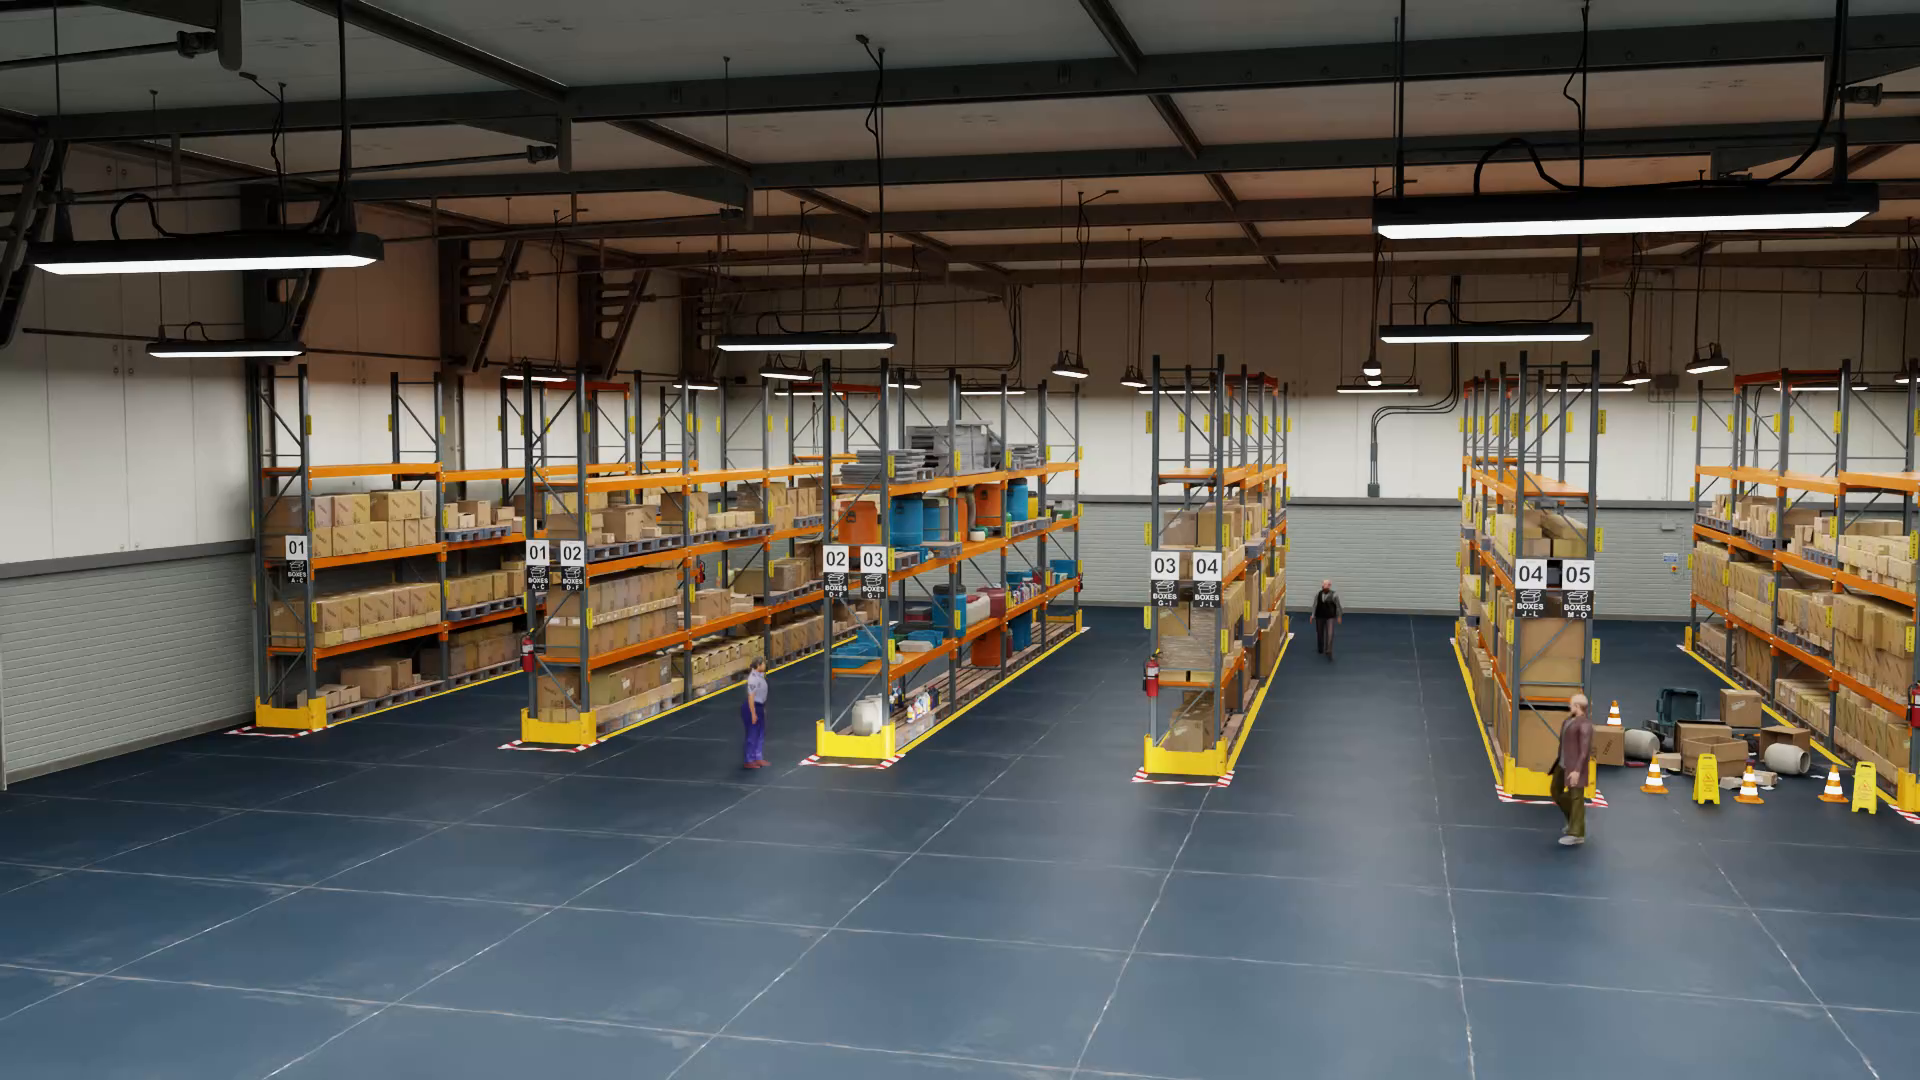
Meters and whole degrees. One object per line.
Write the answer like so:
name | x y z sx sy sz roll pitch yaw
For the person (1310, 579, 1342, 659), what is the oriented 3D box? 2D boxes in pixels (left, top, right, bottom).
person | 7.893 1.691 35.883 0.663 1.680 1.032 1 4 14

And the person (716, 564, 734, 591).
person | -5.885 1.307 41.676 0.429 1.620 0.956 1 4 14

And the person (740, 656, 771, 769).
person | -2.999 2.513 24.321 0.406 1.659 0.506 0 4 6

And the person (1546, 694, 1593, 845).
person | 7.360 2.726 19.978 0.556 1.780 0.654 -1 4 -10
